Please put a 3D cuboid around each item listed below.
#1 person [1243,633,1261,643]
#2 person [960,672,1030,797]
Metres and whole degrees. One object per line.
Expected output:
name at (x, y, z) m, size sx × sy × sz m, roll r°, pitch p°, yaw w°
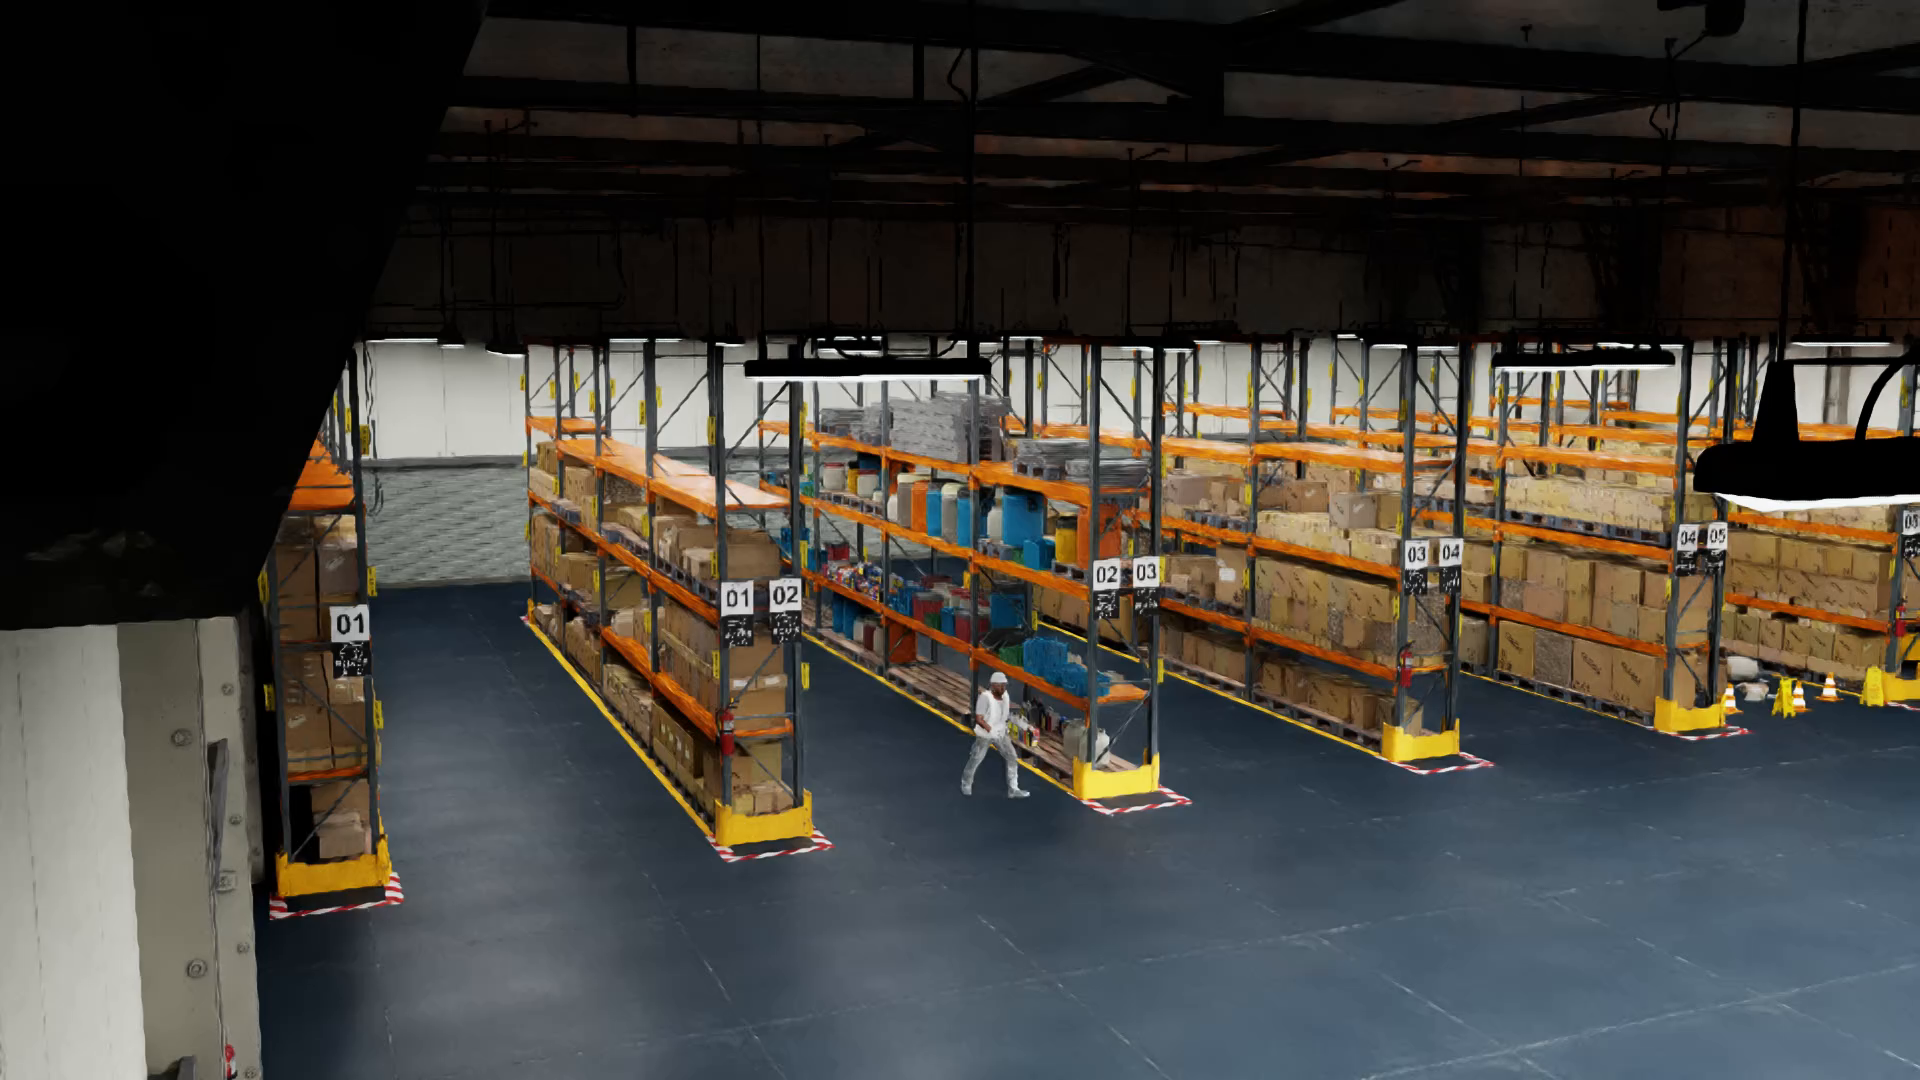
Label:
person at (5.427, 1.432, 30.921) m, size 0.598 × 1.618 × 0.507 m, roll -3°, pitch 8°, yaw -24°
person at (0.422, 2.561, 21.976) m, size 0.701 × 1.718 × 0.849 m, roll -6°, pitch 10°, yaw -39°
